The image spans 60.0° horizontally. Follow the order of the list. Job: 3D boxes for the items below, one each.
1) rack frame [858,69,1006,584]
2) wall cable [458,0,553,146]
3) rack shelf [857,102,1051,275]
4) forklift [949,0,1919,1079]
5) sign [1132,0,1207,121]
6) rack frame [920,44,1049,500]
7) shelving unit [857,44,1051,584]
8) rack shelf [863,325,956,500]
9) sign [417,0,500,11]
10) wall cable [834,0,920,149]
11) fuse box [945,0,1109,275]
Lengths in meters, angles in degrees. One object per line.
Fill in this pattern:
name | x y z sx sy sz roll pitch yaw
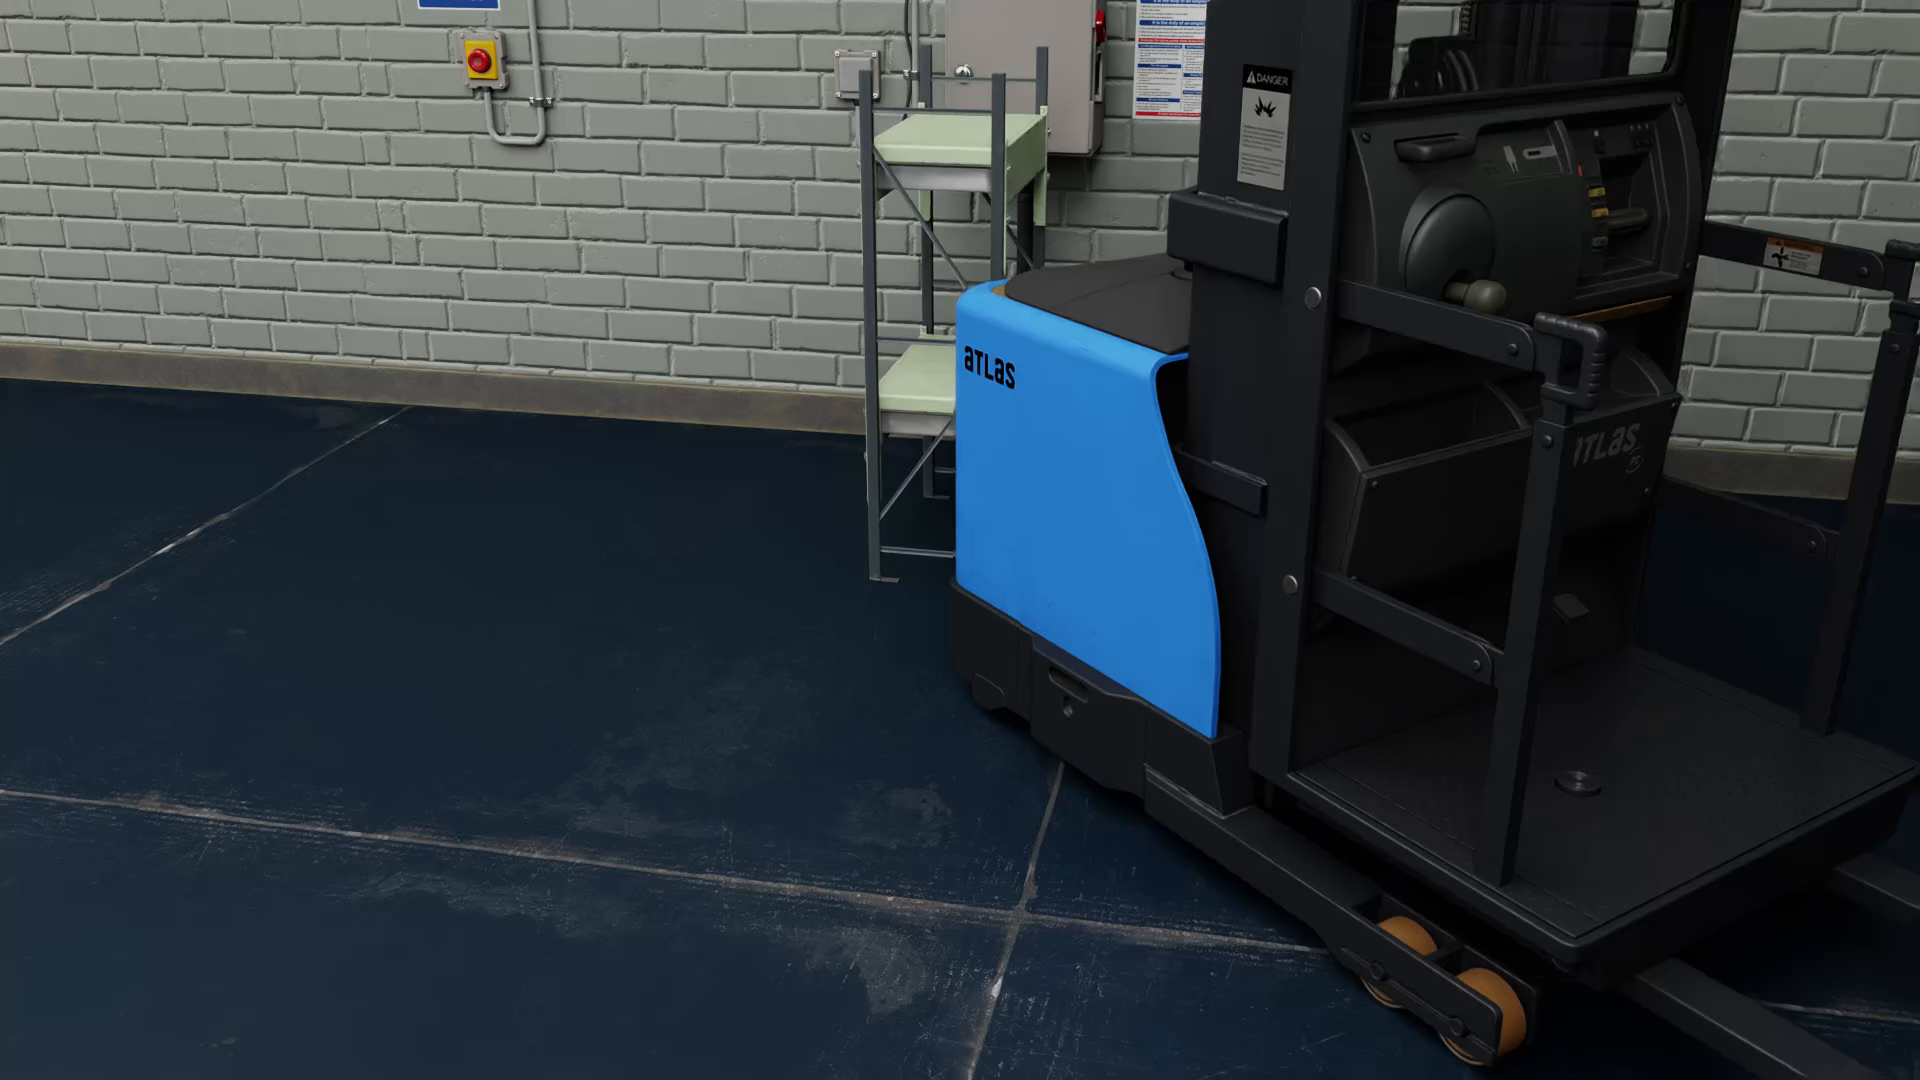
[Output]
rack frame | -0.076 -0.559 4.735 0.400 1.500 0.023 4 22 11
wall cable | -1.798 -2.375 5.835 0.585 1.953 0.123 4 22 11
rack shelf | -0.001 -1.055 4.922 0.431 0.370 0.720 4 22 11
forklift | 1.201 -0.616 2.960 1.130 2.935 3.031 -14 26 -31
sign | 0.754 -1.670 5.613 0.329 0.494 0.001 4 22 11
rack frame | 0.073 -0.827 5.400 0.400 1.500 0.023 4 22 11
shelving unit | -0.001 -0.693 5.067 0.431 1.500 0.755 4 22 11
rack shelf | -0.001 -0.391 5.189 0.431 0.370 0.720 4 22 11
sign | -1.833 -2.041 6.045 0.327 0.218 0.001 4 22 11
wall cable | -0.407 -2.257 5.583 0.588 1.984 0.122 4 22 11
fuse box | 0.228 -1.079 5.741 0.539 1.711 0.414 4 22 11
